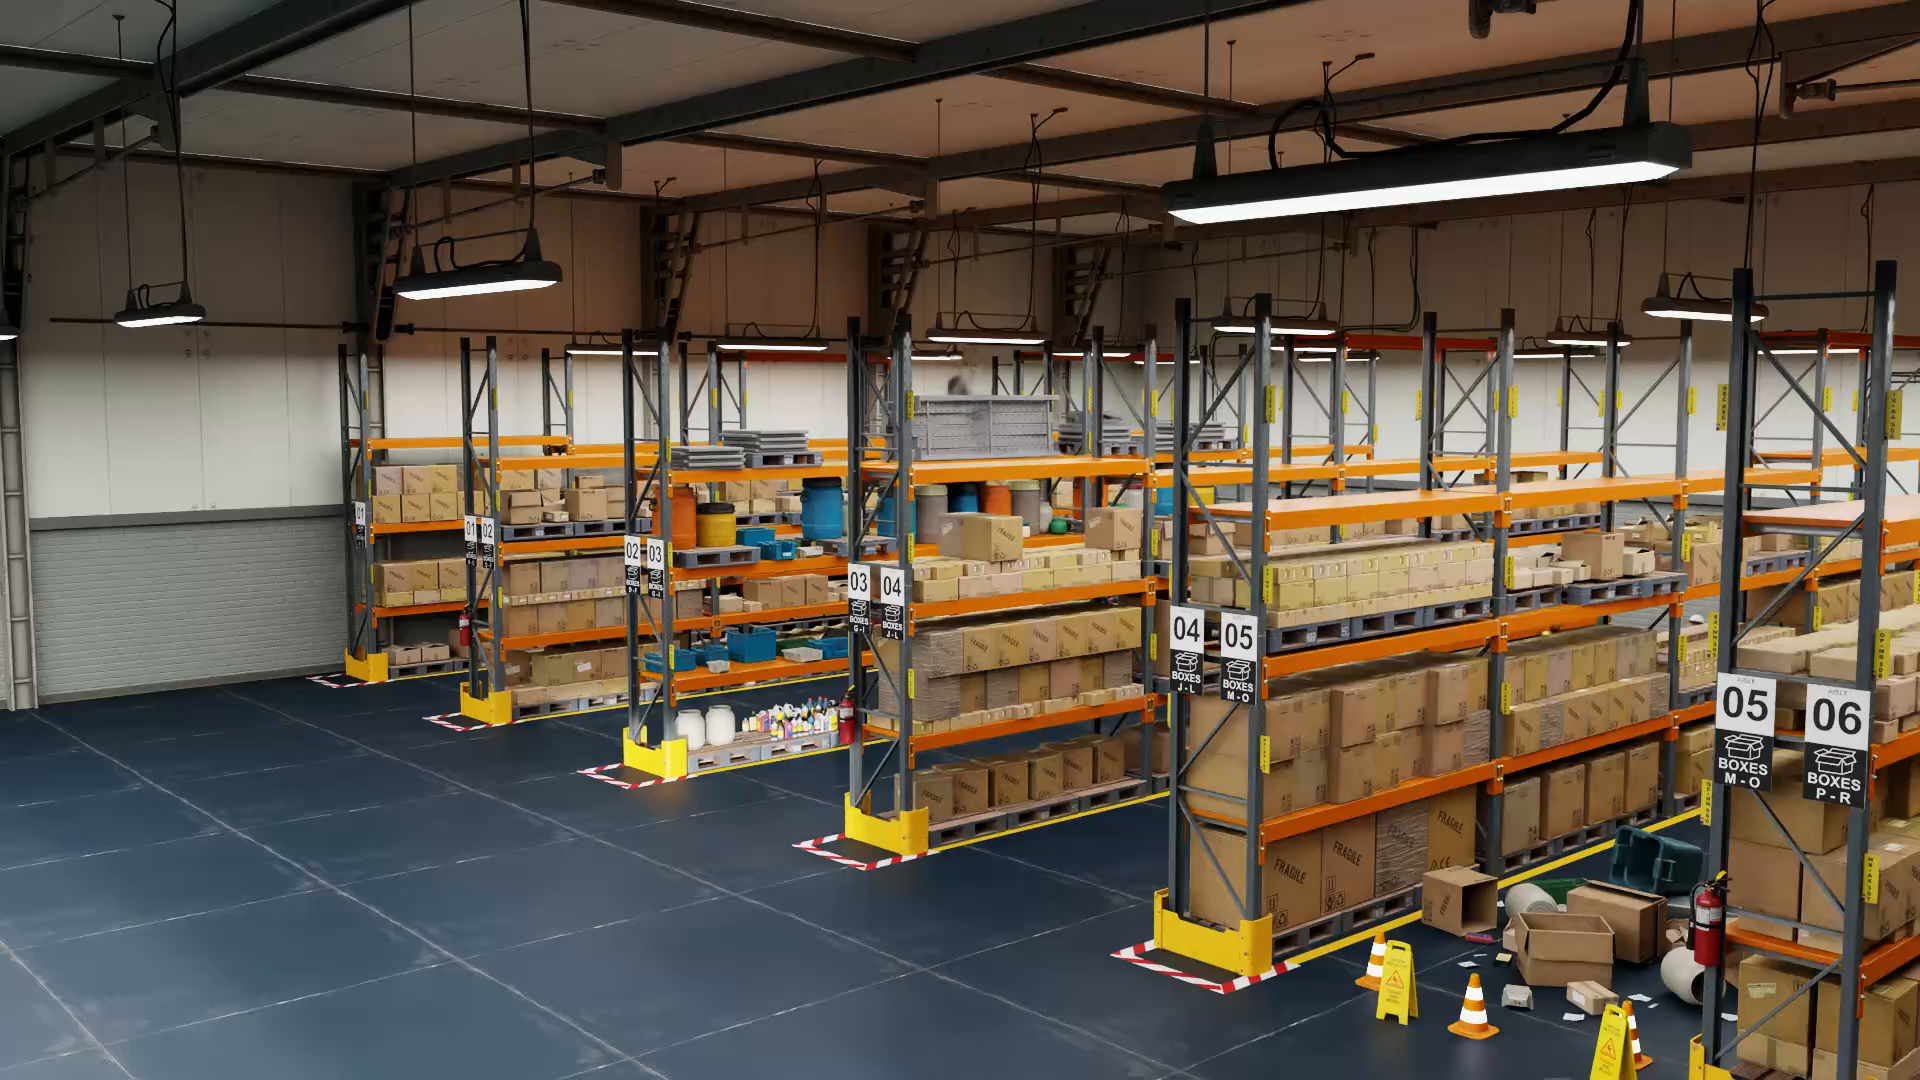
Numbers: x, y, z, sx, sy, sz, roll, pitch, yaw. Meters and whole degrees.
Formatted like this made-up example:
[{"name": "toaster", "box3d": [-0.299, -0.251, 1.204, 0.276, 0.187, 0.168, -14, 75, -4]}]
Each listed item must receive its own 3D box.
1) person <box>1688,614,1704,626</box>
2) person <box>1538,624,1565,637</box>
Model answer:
[{"name": "person", "box3d": [11.252, 2.005, 25.528, 0.600, 1.724, 0.685, -4, 7, -40]}, {"name": "person", "box3d": [9.040, 2.023, 25.265, 0.807, 1.827, 0.680, -5, 7, -44]}]
